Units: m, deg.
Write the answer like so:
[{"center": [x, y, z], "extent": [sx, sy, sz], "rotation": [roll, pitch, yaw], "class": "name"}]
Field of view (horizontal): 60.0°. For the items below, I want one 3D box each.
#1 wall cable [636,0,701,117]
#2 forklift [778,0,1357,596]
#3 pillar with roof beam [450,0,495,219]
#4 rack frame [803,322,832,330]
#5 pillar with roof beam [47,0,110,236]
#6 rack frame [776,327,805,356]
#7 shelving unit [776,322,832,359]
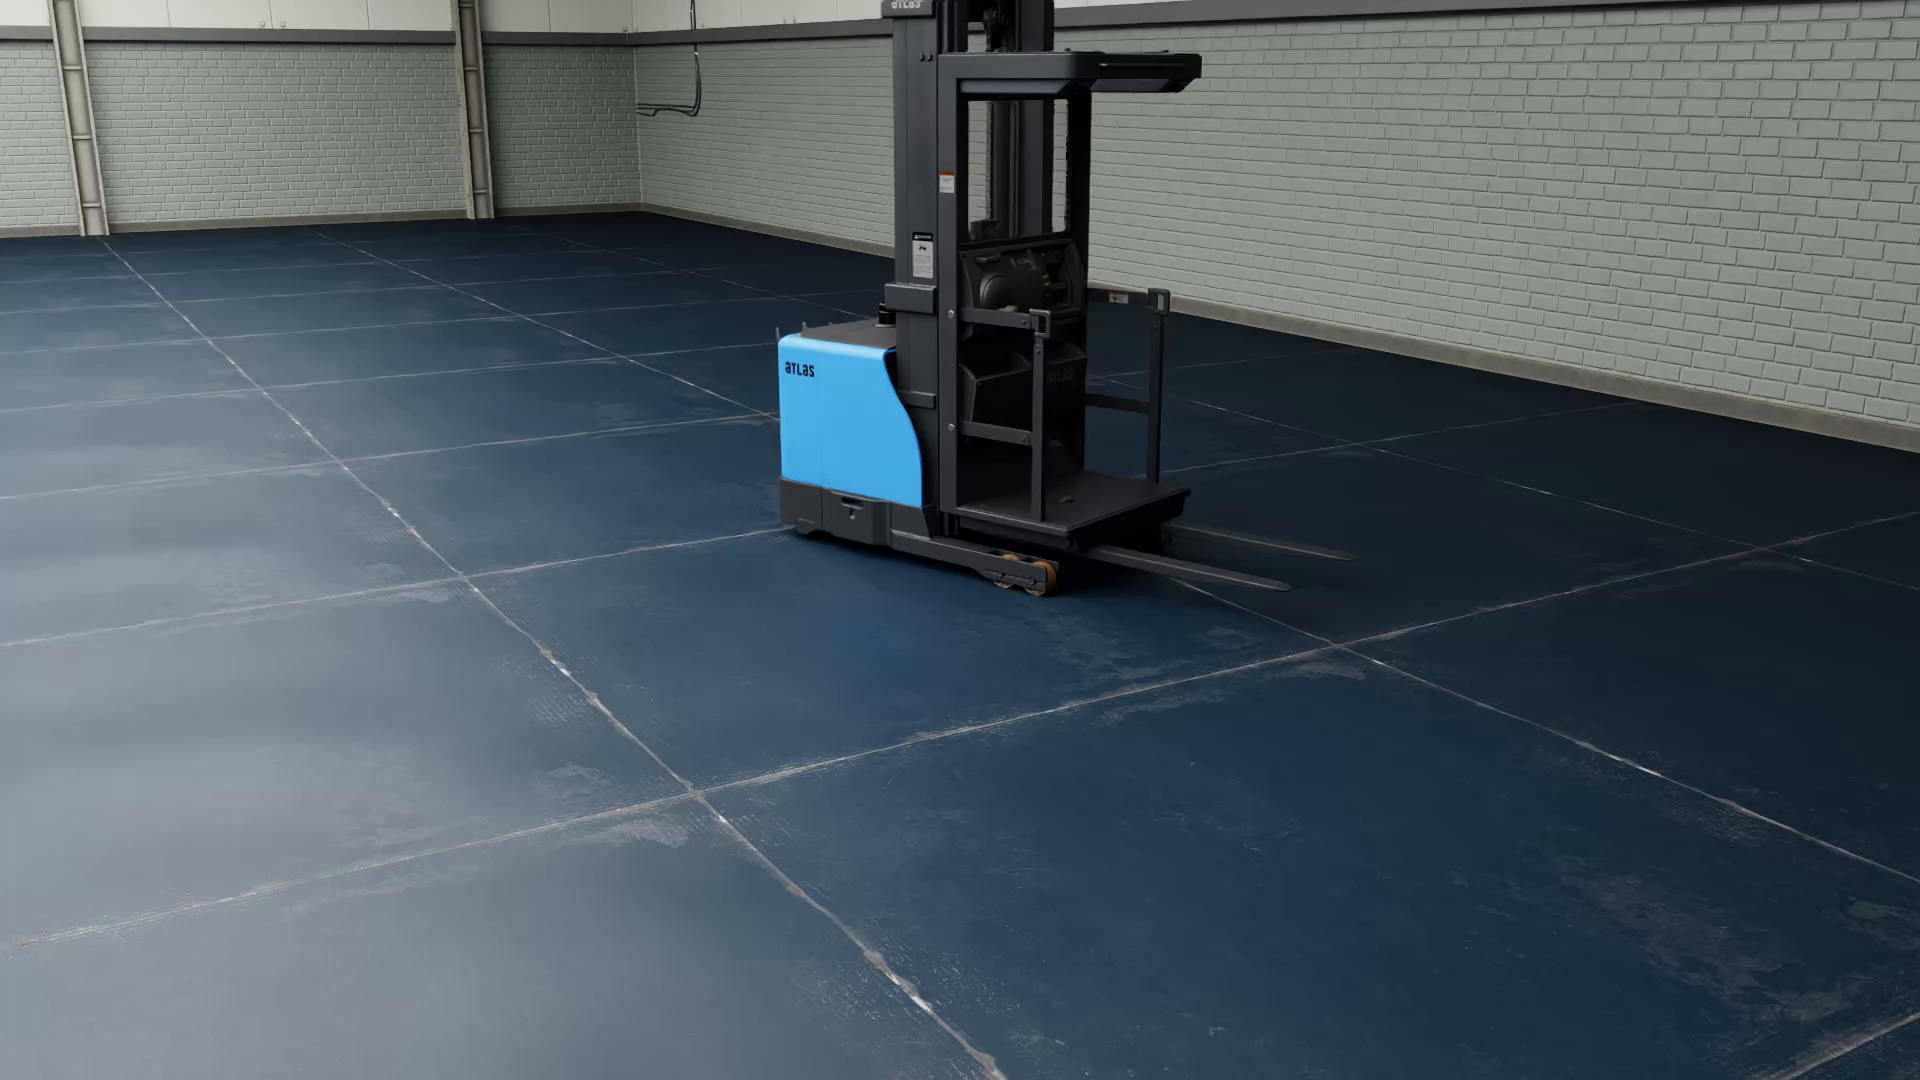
[{"center": [-5.099, -8.523, 28.397], "extent": [0.112, 2.526, 3.097], "rotation": [-9, 18, -30], "class": "wall cable"}, {"center": [0.481, -1.304, 8.132], "extent": [3.031, 2.935, 1.130], "rotation": [13, 20, 38], "class": "forklift"}, {"center": [-6.088, -8.919, 24.055], "extent": [0.400, 9.000, 9.100], "rotation": [-9, 18, -30], "class": "pillar with roof beam"}, {"center": [-0.770, -0.718, 9.498], "extent": [0.200, 1.050, 0.008], "rotation": [5, 16, 32], "class": "rack frame"}, {"center": [-11.231, -8.085, 21.080], "extent": [0.400, 9.000, 9.100], "rotation": [-9, 18, -30], "class": "pillar with roof beam"}, {"center": [-0.901, -0.663, 9.300], "extent": [0.200, 1.050, 0.008], "rotation": [5, 16, 32], "class": "rack frame"}, {"center": [-0.835, -0.691, 9.399], "extent": [0.215, 1.050, 0.252], "rotation": [5, 16, 32], "class": "shelving unit"}]
